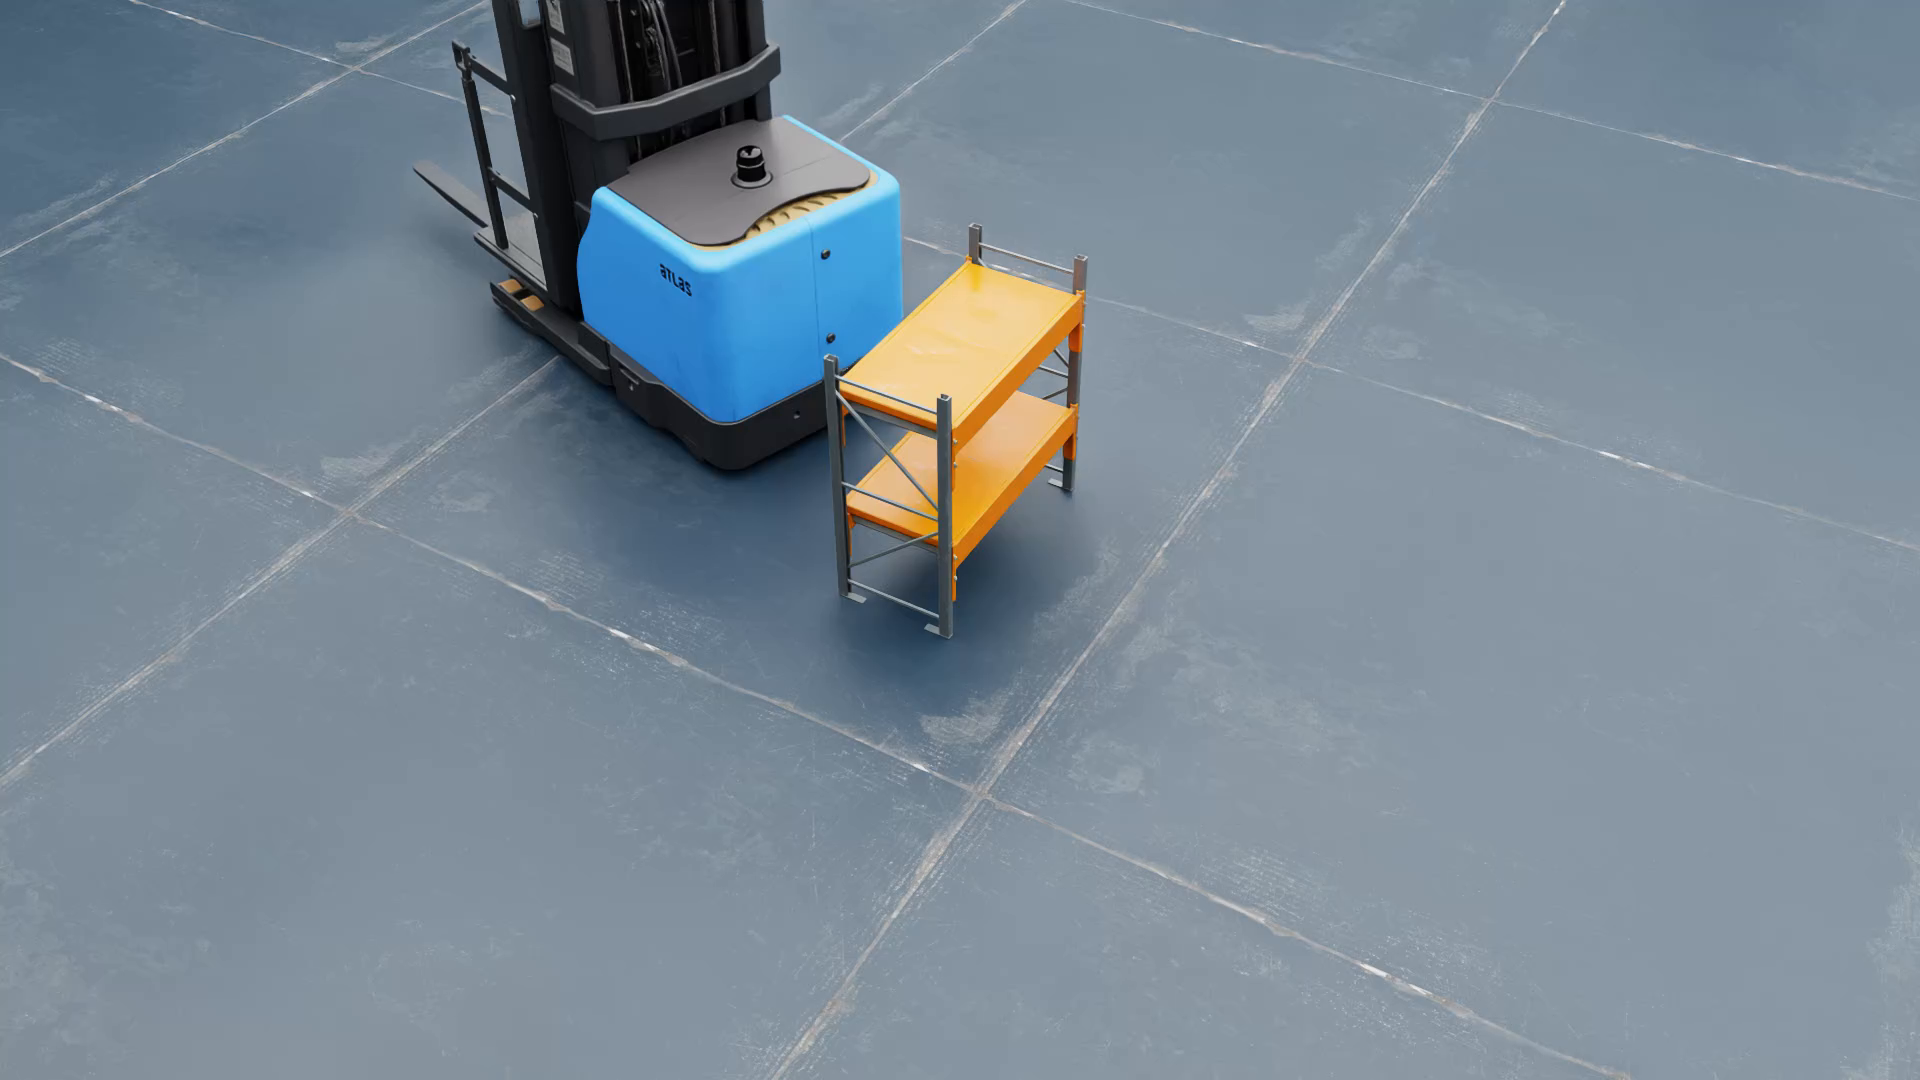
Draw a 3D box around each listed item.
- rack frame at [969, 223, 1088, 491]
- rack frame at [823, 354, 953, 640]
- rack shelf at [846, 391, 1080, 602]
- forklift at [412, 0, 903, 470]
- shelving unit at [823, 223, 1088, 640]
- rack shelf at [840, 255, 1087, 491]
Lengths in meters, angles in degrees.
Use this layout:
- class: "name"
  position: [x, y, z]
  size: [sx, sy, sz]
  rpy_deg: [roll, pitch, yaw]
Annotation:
- class: "rack frame"
  position: [0.258, -0.717, 6.713]
  size: [0.500, 1.125, 0.032]
  rpy_deg: [21, 45, 22]
- class: "rack frame"
  position: [-0.251, -0.135, 6.052]
  size: [0.500, 1.125, 0.032]
  rpy_deg: [21, 45, 22]
- class: "rack shelf"
  position: [0.003, -0.243, 6.544]
  size: [0.538, 0.278, 1.000]
  rpy_deg: [21, 45, 22]
- class: "forklift"
  position: [-1.588, -2.287, 7.129]
  size: [1.130, 2.935, 3.031]
  rpy_deg: [-31, 50, -30]
- class: "shelving unit"
  position: [0.003, -0.426, 6.383]
  size: [0.538, 1.125, 1.048]
  rpy_deg: [21, 45, 22]
- class: "rack shelf"
  position: [0.003, -0.646, 6.189]
  size: [0.538, 0.278, 1.000]
  rpy_deg: [21, 45, 22]
